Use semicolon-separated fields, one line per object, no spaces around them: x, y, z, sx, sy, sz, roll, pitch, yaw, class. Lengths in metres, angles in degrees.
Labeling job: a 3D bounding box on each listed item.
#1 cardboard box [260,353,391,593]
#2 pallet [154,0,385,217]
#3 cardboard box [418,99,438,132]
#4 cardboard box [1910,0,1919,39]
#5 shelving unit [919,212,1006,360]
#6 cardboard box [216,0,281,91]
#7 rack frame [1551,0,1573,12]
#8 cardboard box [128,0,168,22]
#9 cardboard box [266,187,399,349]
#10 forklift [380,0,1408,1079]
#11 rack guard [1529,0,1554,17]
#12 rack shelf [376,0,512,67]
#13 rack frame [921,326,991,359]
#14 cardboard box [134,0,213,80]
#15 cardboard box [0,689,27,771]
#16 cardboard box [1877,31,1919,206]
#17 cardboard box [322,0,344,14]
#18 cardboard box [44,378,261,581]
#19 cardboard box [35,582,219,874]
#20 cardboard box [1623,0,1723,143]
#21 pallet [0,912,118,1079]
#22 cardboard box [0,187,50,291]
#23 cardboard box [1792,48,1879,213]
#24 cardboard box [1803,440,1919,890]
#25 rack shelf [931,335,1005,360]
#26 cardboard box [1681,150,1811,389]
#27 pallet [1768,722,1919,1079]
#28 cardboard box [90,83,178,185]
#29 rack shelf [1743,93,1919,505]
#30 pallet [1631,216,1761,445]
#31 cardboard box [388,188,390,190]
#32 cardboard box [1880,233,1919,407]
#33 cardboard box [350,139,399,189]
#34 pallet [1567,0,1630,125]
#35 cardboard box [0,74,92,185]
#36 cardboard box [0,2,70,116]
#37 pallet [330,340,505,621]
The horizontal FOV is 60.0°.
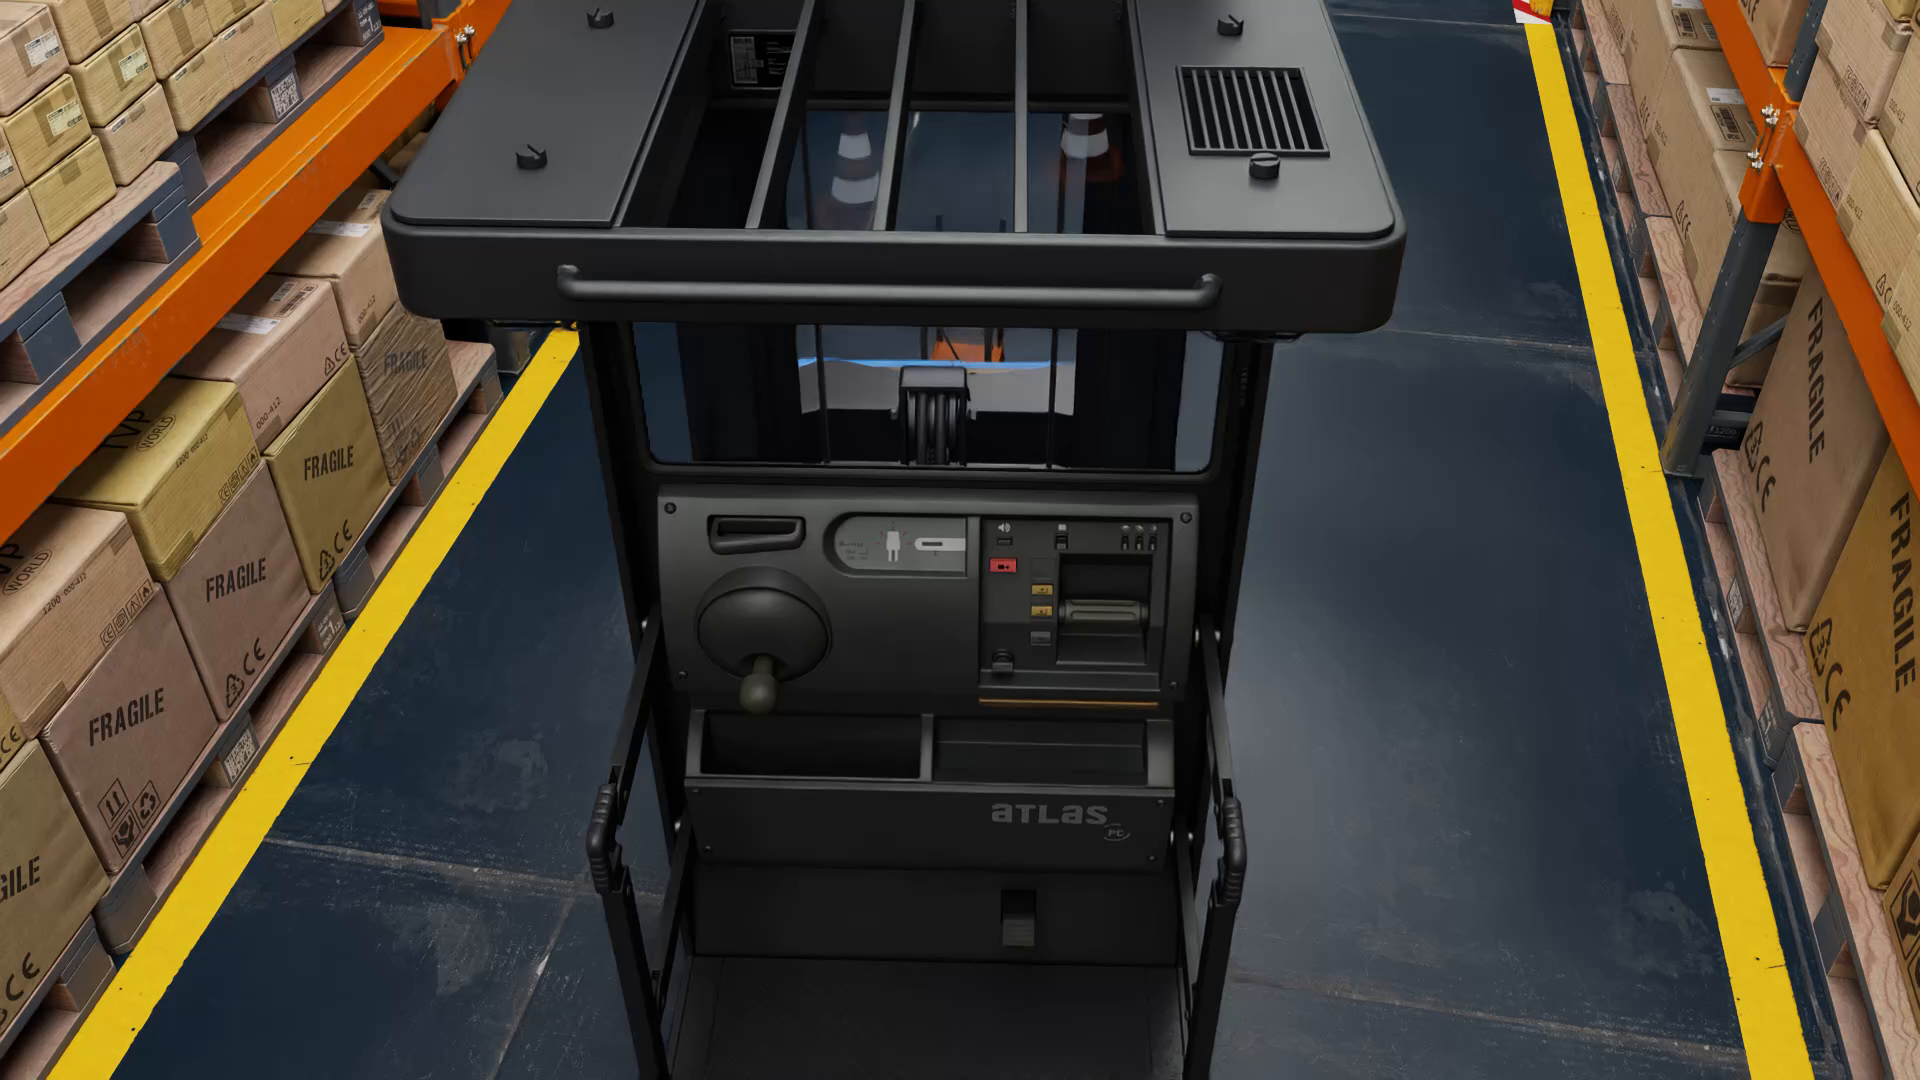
-2.030;-0.216;4.790;0.500;0.500;0.500;6;40;7;cardboard box
-2.336;-1.295;4.612;1.003;0.211;1.213;6;40;8;pallet
-2.214;-1.698;6.391;0.380;0.149;0.250;6;40;7;cardboard box
2.412;-1.207;3.493;0.500;0.500;0.500;6;40;7;cardboard box
0.009;-0.438;4.956;0.215;1.050;0.252;6;40;8;shelving unit
-2.024;-1.307;4.344;0.380;0.149;0.250;6;40;8;cardboard box
3.524;-3.860;7.565;1.000;3.000;0.127;6;40;8;rack frame
-2.075;-1.358;3.939;0.380;0.149;0.250;6;40;8;cardboard box
-1.941;-0.824;4.937;0.500;0.250;0.500;5;40;6;cardboard box
-0.061;0.185;2.726;1.130;2.935;3.031;1;40;1;forklift
3.528;-2.912;8.380;1.175;0.500;0.348;6;40;8;rack guard
-1.715;-2.810;6.859;1.077;0.370;4.000;6;40;8;rack shelf
-0.012;-0.362;4.863;0.200;1.050;0.008;6;40;8;rack frame
-2.068;-1.247;4.039;0.380;0.149;0.250;5;40;6;cardboard box
-2.307;0.466;3.376;0.500;0.250;0.500;6;40;7;cardboard box
2.416;-0.909;3.721;0.500;0.250;0.500;7;40;8;cardboard box
-1.935;-1.626;4.730;0.380;0.149;0.250;6;40;7;cardboard box
-2.120;-0.170;4.145;0.500;0.250;0.500;5;40;6;cardboard box
-2.211;0.425;4.014;0.500;0.500;0.500;5;40;7;cardboard box
3.358;-2.034;7.037;0.875;0.438;0.875;7;40;9;cardboard box
-2.616;1.263;3.557;1.003;0.211;1.213;6;40;8;pallet
-2.203;-0.641;3.539;0.380;0.149;0.250;5;40;6;cardboard box
2.496;-1.045;4.278;0.500;0.250;0.500;6;40;7;cardboard box
2.655;0.273;3.904;0.875;0.875;0.875;7;40;9;cardboard box
0.009;-0.430;4.963;0.215;0.259;0.240;6;40;8;rack shelf
3.046;-0.906;5.673;0.875;0.438;0.875;6;40;7;cardboard box
2.564;0.985;3.893;1.003;0.211;1.213;6;40;8;pallet
-2.110;-0.974;3.942;0.380;0.149;0.250;5;40;6;cardboard box
2.486;0.183;3.240;1.077;0.370;4.000;6;40;8;rack shelf
3.041;-0.744;5.984;1.003;0.211;1.213;6;40;8;pallet
-2.285;-1.414;6.280;0.380;0.149;0.250;5;40;6;cardboard box
2.304;-0.400;3.498;0.500;0.250;0.500;6;40;7;cardboard box
-2.256;-1.377;6.002;0.380;0.149;0.250;7;40;9;cardboard box
3.463;-2.275;7.836;1.003;0.211;1.213;6;40;8;pallet
-2.160;-0.913;3.634;0.380;0.149;0.250;7;40;8;cardboard box
-2.164;-1.035;3.549;0.380;0.149;0.250;5;40;6;cardboard box
-2.194;-0.269;5.409;1.003;0.211;1.213;6;40;8;pallet
